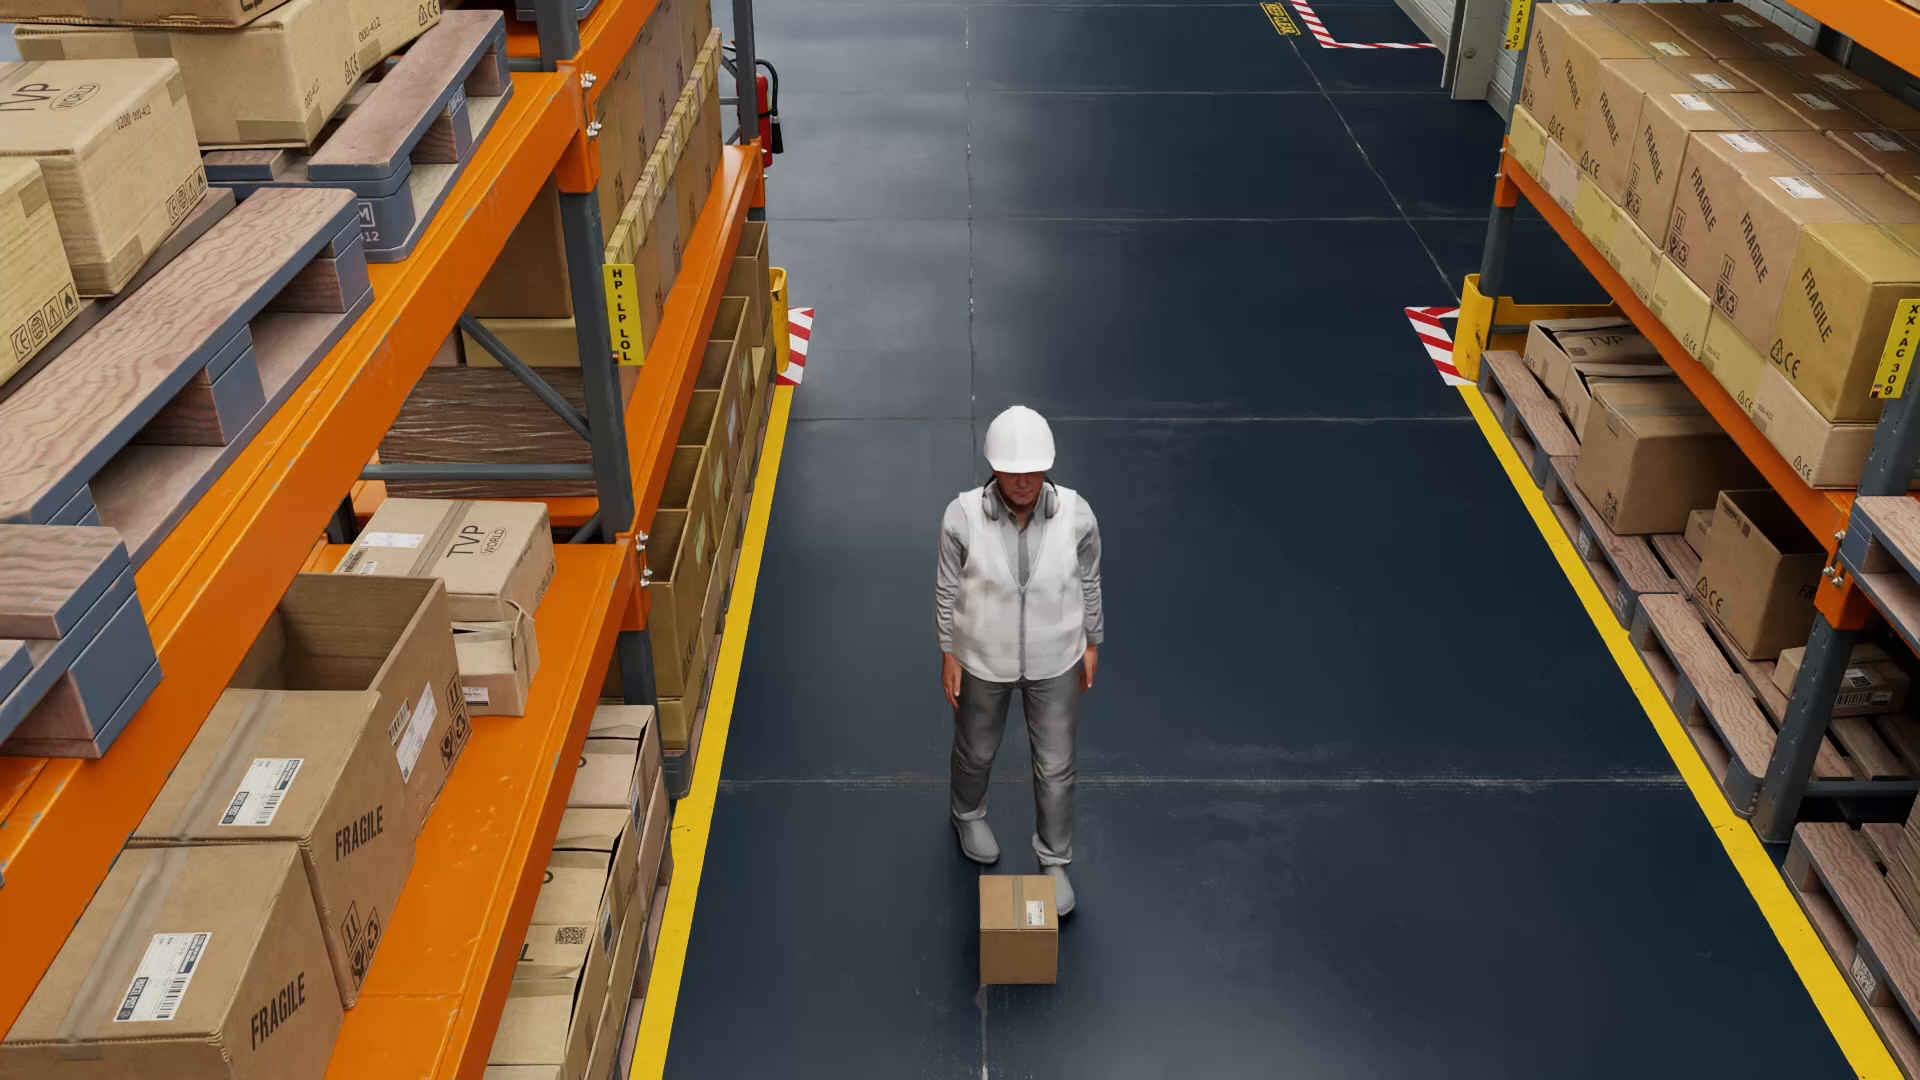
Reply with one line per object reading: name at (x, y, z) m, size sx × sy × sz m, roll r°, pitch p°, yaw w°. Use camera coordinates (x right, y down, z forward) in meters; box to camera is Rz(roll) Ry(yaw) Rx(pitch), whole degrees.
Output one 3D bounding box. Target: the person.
person at (0.200, 0.404, 5.448) m, size 0.557 × 1.783 × 0.603 m, roll 0°, pitch 31°, yaw 0°
